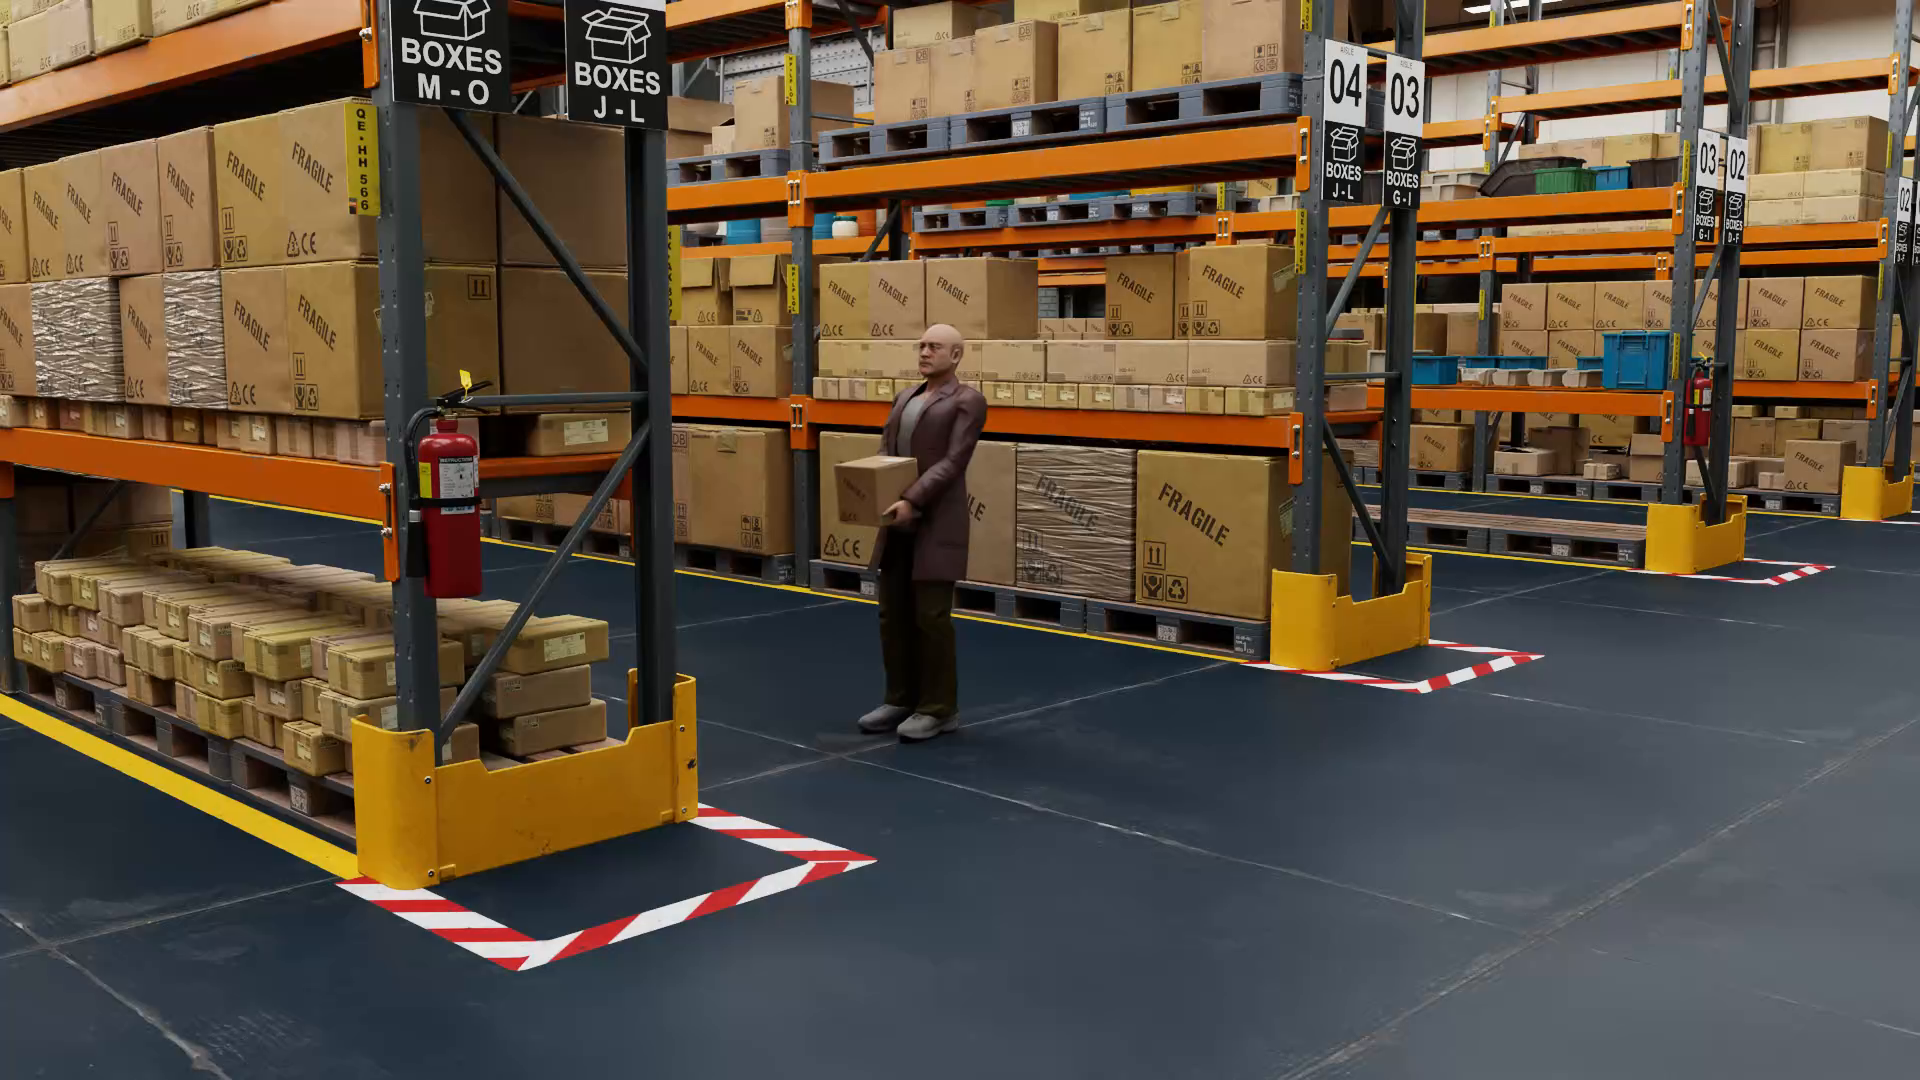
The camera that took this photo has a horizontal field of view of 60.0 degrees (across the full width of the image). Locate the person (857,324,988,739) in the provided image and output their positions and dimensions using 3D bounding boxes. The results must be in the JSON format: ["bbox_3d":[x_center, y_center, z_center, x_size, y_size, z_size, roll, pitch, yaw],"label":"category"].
[{"bbox_3d":[-0.212,-0.040,7.161,0.527,1.769,0.563,7,10,44],"label":"person"}]
